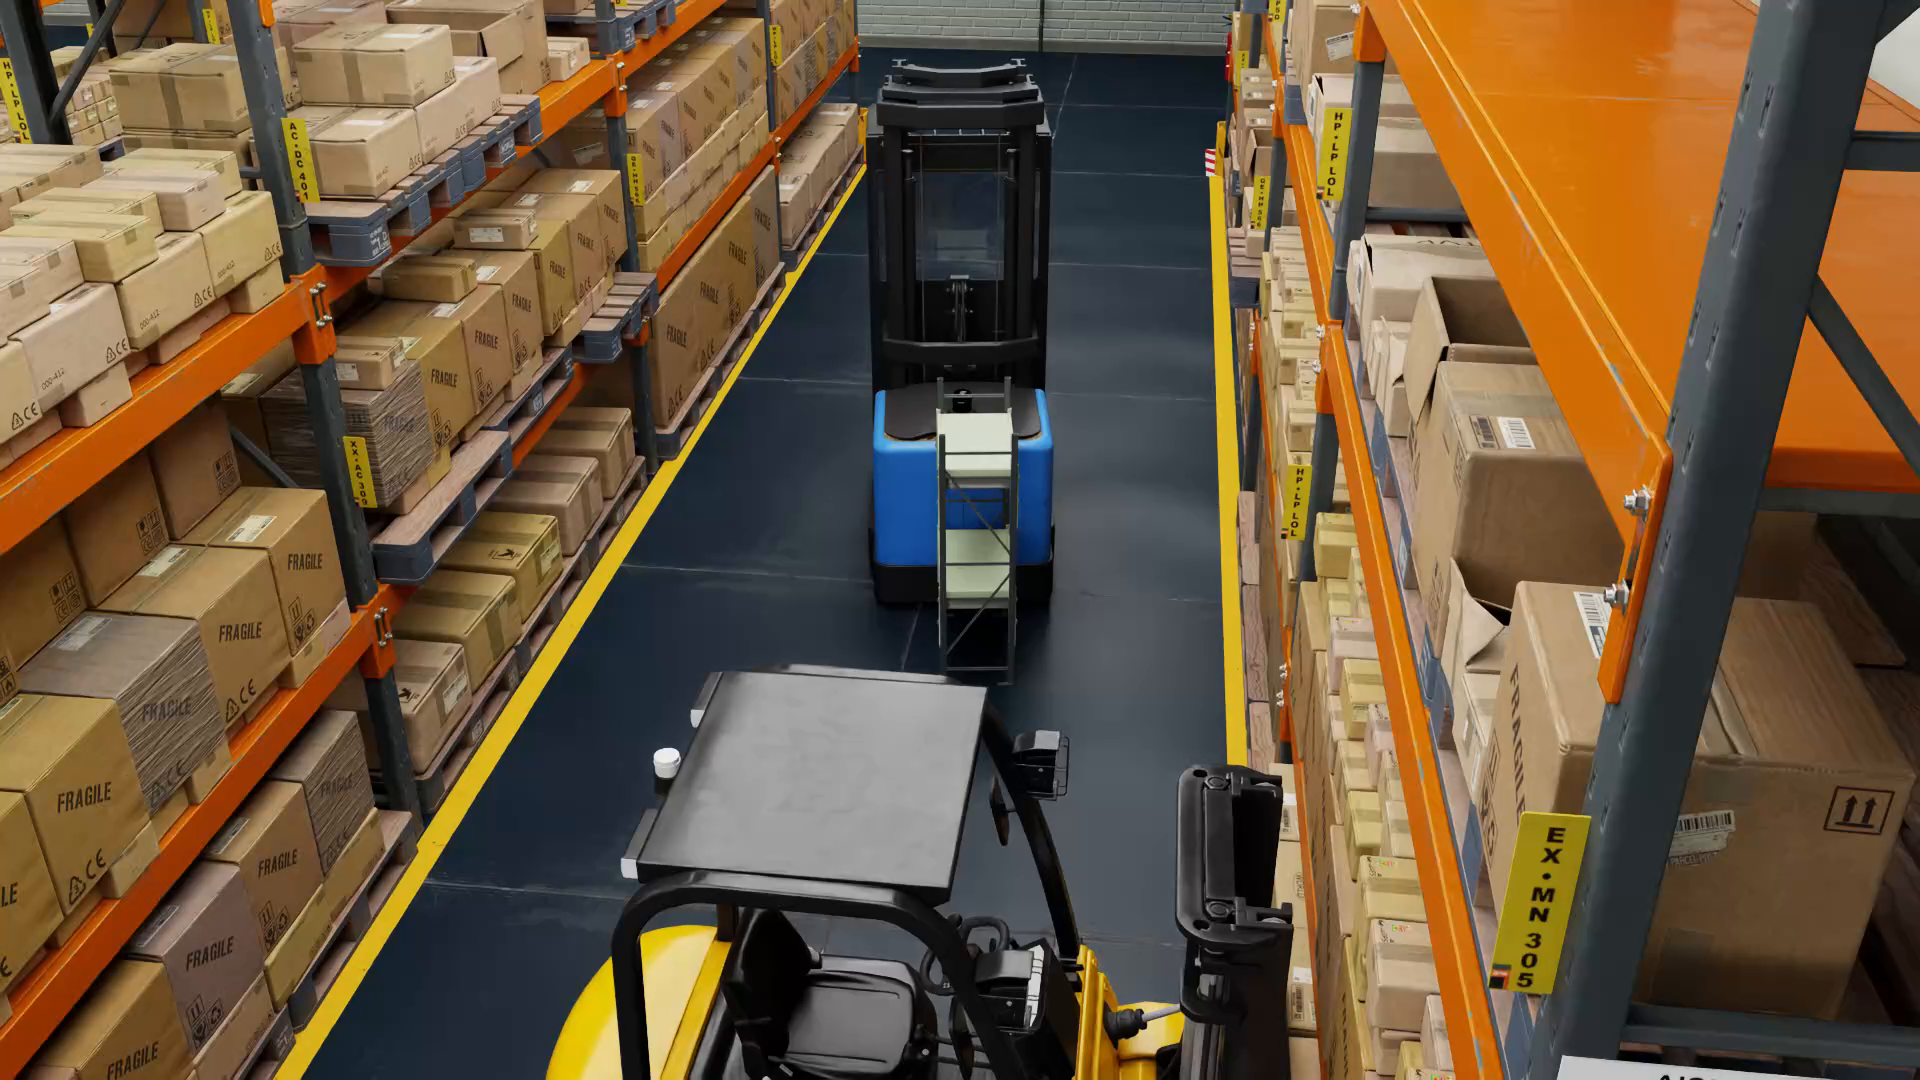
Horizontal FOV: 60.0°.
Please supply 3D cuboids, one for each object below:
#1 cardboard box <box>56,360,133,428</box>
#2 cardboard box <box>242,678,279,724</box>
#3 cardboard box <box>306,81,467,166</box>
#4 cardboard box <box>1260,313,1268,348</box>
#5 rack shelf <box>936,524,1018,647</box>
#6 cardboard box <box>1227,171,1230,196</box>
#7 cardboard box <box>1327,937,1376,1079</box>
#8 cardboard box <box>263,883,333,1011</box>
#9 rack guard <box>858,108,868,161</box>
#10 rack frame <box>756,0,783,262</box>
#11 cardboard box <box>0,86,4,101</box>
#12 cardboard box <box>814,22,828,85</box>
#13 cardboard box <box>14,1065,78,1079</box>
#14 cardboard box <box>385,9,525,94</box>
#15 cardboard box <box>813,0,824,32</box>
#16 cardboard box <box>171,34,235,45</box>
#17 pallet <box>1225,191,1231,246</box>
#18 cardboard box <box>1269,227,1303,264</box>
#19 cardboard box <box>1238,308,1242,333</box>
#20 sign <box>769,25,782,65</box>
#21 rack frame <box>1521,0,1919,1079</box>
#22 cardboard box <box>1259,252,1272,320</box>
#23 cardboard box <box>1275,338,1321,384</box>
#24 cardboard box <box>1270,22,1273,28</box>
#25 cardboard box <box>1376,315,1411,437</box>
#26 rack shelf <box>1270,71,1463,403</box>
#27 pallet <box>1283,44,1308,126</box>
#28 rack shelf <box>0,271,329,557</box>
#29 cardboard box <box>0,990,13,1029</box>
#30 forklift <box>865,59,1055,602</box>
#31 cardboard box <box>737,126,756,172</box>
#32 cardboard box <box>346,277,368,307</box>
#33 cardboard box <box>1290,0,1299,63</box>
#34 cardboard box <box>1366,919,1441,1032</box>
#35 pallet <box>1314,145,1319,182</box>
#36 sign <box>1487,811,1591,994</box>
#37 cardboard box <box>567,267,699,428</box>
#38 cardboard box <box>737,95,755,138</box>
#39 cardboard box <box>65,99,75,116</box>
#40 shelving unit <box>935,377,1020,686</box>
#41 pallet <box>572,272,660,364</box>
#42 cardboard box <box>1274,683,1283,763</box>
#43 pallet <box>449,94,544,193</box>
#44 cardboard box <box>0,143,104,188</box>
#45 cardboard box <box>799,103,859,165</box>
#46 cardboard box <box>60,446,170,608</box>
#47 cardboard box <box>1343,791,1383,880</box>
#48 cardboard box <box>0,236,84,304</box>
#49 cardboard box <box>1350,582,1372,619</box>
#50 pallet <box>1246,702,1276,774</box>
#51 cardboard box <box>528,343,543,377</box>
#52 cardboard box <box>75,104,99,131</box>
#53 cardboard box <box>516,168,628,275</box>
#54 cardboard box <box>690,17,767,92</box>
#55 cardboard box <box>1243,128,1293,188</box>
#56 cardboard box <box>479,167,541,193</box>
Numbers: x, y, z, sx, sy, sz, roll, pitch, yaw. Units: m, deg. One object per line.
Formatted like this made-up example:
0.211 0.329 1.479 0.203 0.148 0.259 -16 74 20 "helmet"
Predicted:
-2.942 -0.491 5.392 0.380 0.149 0.250 4 29 8 "cardboard box"
-2.936 0.585 6.558 0.380 0.149 0.250 3 29 6 "cardboard box"
-2.535 -1.860 7.385 0.500 0.250 0.500 3 28 6 "cardboard box"
2.054 -1.266 9.887 0.500 0.250 0.500 3 29 6 "cardboard box"
0.085 0.243 9.197 0.431 0.370 0.720 -1 28 -1 "rack shelf"
3.019 -3.694 16.429 0.700 0.500 0.500 4 29 8 "cardboard box"
1.306 1.463 4.558 0.500 0.500 0.500 3 28 5 "cardboard box"
-2.927 1.640 6.791 0.500 0.250 0.500 3 28 5 "cardboard box"
-1.593 -4.490 18.349 1.175 0.500 0.348 3 28 6 "rack guard"
-2.086 -3.696 14.240 1.000 3.000 0.127 3 28 6 "rack frame"
-7.673 -3.505 13.080 0.380 0.149 0.250 4 29 8 "cardboard box"
-1.572 -4.659 15.922 0.500 0.500 0.500 4 29 8 "cardboard box"
-3.121 2.027 5.283 0.500 0.500 0.500 2 28 4 "cardboard box"
-2.734 -2.460 8.674 0.797 0.503 0.637 3 28 6 "cardboard box"
-1.581 -5.106 15.697 0.500 0.500 0.500 3 28 6 "cardboard box"
-6.700 -4.330 14.997 0.500 0.500 0.500 3 28 5 "cardboard box"
3.073 -3.081 16.038 1.003 0.211 1.213 3 28 6 "pallet"
2.020 -1.723 9.789 0.380 0.149 0.250 4 29 8 "cardboard box"
2.438 -1.793 12.901 0.500 0.500 0.500 3 28 5 "cardboard box"
-1.546 -4.144 13.934 0.100 0.325 0.005 3 28 6 "sign"
1.367 -0.402 1.801 0.949 2.616 0.053 3 28 6 "rack frame"
2.029 -1.487 9.772 0.500 0.250 0.500 3 28 6 "cardboard box"
1.765 -0.880 8.223 0.380 0.149 0.250 3 28 5 "cardboard box"
2.295 -3.509 10.888 0.500 0.250 0.500 3 28 6 "cardboard box"
1.378 -0.453 4.651 0.396 0.266 0.258 3 28 5 "cardboard box"
2.106 -1.589 7.925 1.077 0.370 4.000 3 28 6 "rack shelf"
2.357 -2.439 8.944 1.213 0.211 1.003 5 29 9 "pallet"
-3.311 0.007 4.962 1.077 0.370 4.000 3 28 6 "rack shelf"
-3.104 1.435 4.981 0.380 0.149 0.250 4 29 8 "cardboard box"
-0.015 -1.586 10.395 1.130 2.935 3.031 -1 28 -1 "forklift"
-1.954 -3.165 13.412 0.500 0.250 0.500 3 28 5 "cardboard box"
-3.152 -1.262 8.176 0.380 0.149 0.250 2 28 4 "cardboard box"
2.020 -2.793 8.748 0.500 0.500 0.500 4 29 7 "cardboard box"
1.236 1.113 4.210 0.380 0.149 0.250 4 29 7 "cardboard box"
2.222 -1.913 7.966 1.003 0.211 1.213 5 29 9 "pallet"
0.834 0.526 2.391 0.100 0.325 0.005 3 28 6 "sign"
-2.409 -1.383 11.744 0.875 0.875 0.875 3 28 6 "cardboard box"
-1.952 -3.393 13.308 0.500 0.250 0.500 4 29 7 "cardboard box"
-7.058 -3.332 12.759 0.380 0.149 0.250 3 28 5 "cardboard box"
0.085 -0.044 9.043 0.431 1.500 0.755 -1 28 -1 "shelving unit"
-2.557 -1.387 10.157 1.213 0.211 1.003 3 28 6 "pallet"
1.914 0.971 7.639 0.875 0.625 0.625 5 29 8 "cardboard box"
-2.761 -1.941 8.018 1.213 0.211 1.003 3 28 6 "pallet"
-3.428 -1.362 6.169 0.380 0.149 0.250 3 28 5 "cardboard box"
-1.577 -4.319 17.656 0.875 0.438 0.875 2 28 4 "cardboard box"
-3.419 -0.112 6.114 0.700 0.500 0.500 4 29 6 "cardboard box"
1.352 0.888 4.942 0.380 0.149 0.250 3 28 5 "cardboard box"
-3.000 -0.838 5.197 0.380 0.149 0.250 3 28 5 "cardboard box"
1.563 0.277 5.762 0.380 0.149 0.250 3 28 5 "cardboard box"
1.912 1.235 8.028 1.003 0.211 1.213 3 28 6 "pallet"
-2.494 -0.986 9.031 0.380 0.149 0.250 2 28 5 "cardboard box"
-7.021 -3.322 13.054 0.380 0.149 0.250 3 29 6 "cardboard box"
-2.356 -1.943 10.124 0.500 0.500 0.500 3 28 5 "cardboard box"
-1.891 -3.956 13.562 0.500 0.500 0.500 4 29 8 "cardboard box"
2.367 -2.536 11.535 0.797 0.503 0.637 3 28 5 "cardboard box"
-2.861 -1.975 10.183 0.500 0.500 0.500 3 28 5 "cardboard box"
